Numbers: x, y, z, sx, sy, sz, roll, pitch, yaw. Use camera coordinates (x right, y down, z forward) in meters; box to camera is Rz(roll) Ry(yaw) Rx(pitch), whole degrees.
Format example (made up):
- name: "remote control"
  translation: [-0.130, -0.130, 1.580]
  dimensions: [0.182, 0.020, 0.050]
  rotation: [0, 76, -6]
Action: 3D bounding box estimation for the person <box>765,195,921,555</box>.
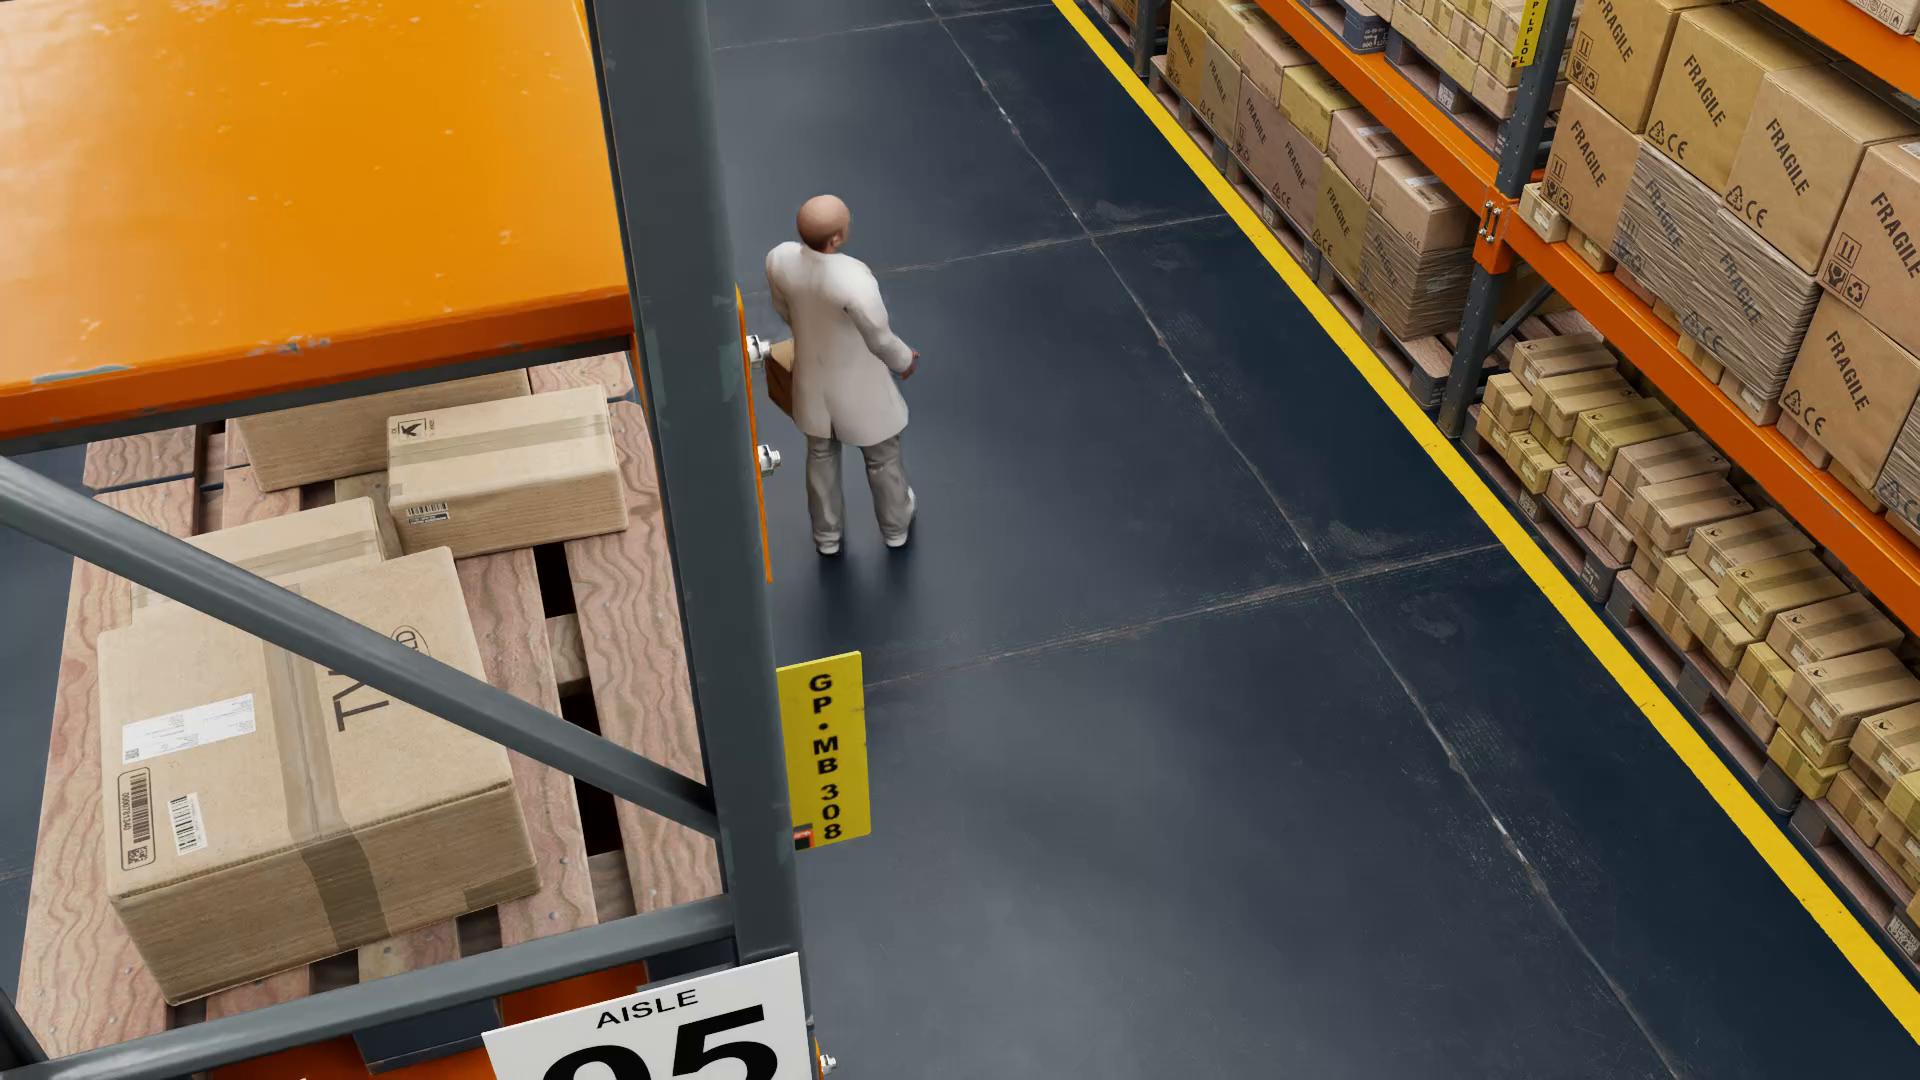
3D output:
- name: "person"
  translation: [-0.460, -0.725, 6.963]
  dimensions: [0.580, 1.782, 0.579]
  rotation: [20, 45, 21]
